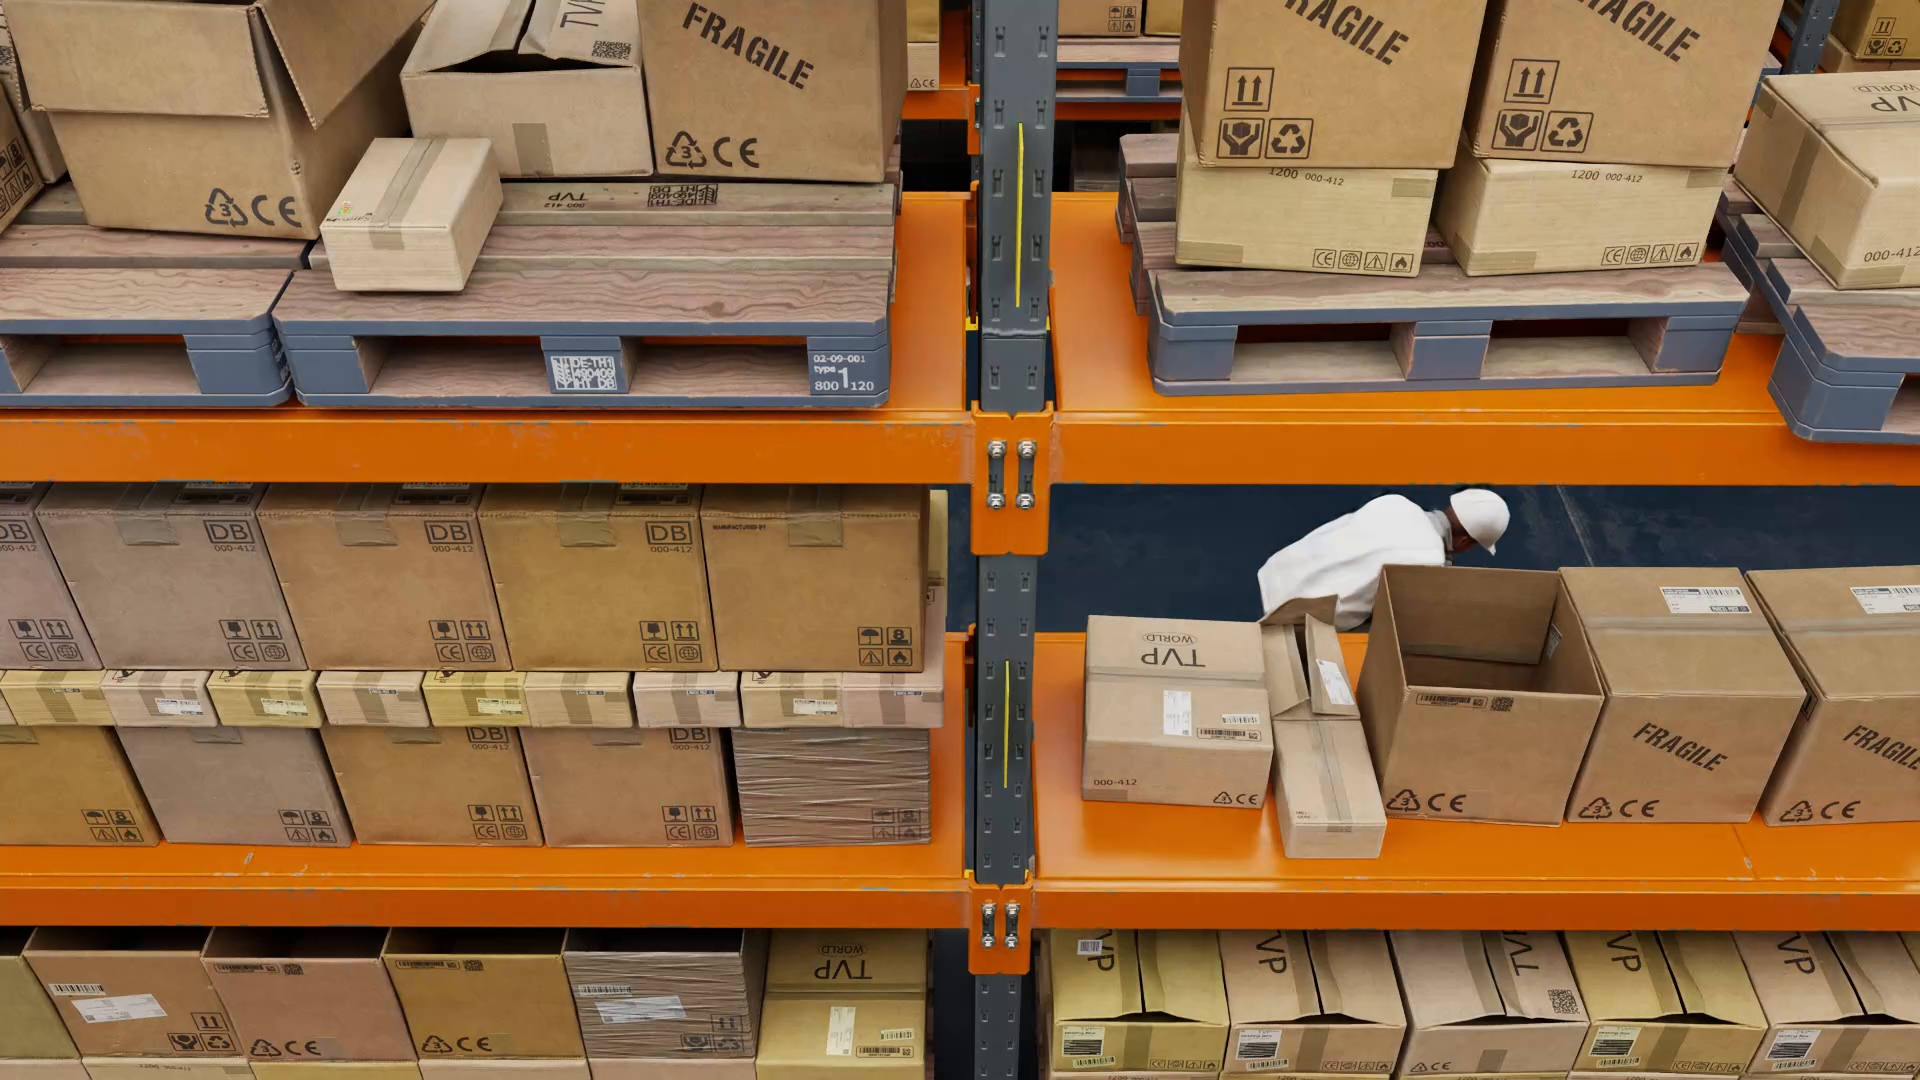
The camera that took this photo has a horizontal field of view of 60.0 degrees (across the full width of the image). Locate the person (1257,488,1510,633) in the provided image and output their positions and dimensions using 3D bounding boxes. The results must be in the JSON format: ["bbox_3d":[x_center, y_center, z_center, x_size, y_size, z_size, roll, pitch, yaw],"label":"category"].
[{"bbox_3d":[1.606,0.238,6.457,0.900,1.000,0.547,0,39,0],"label":"person"}]
